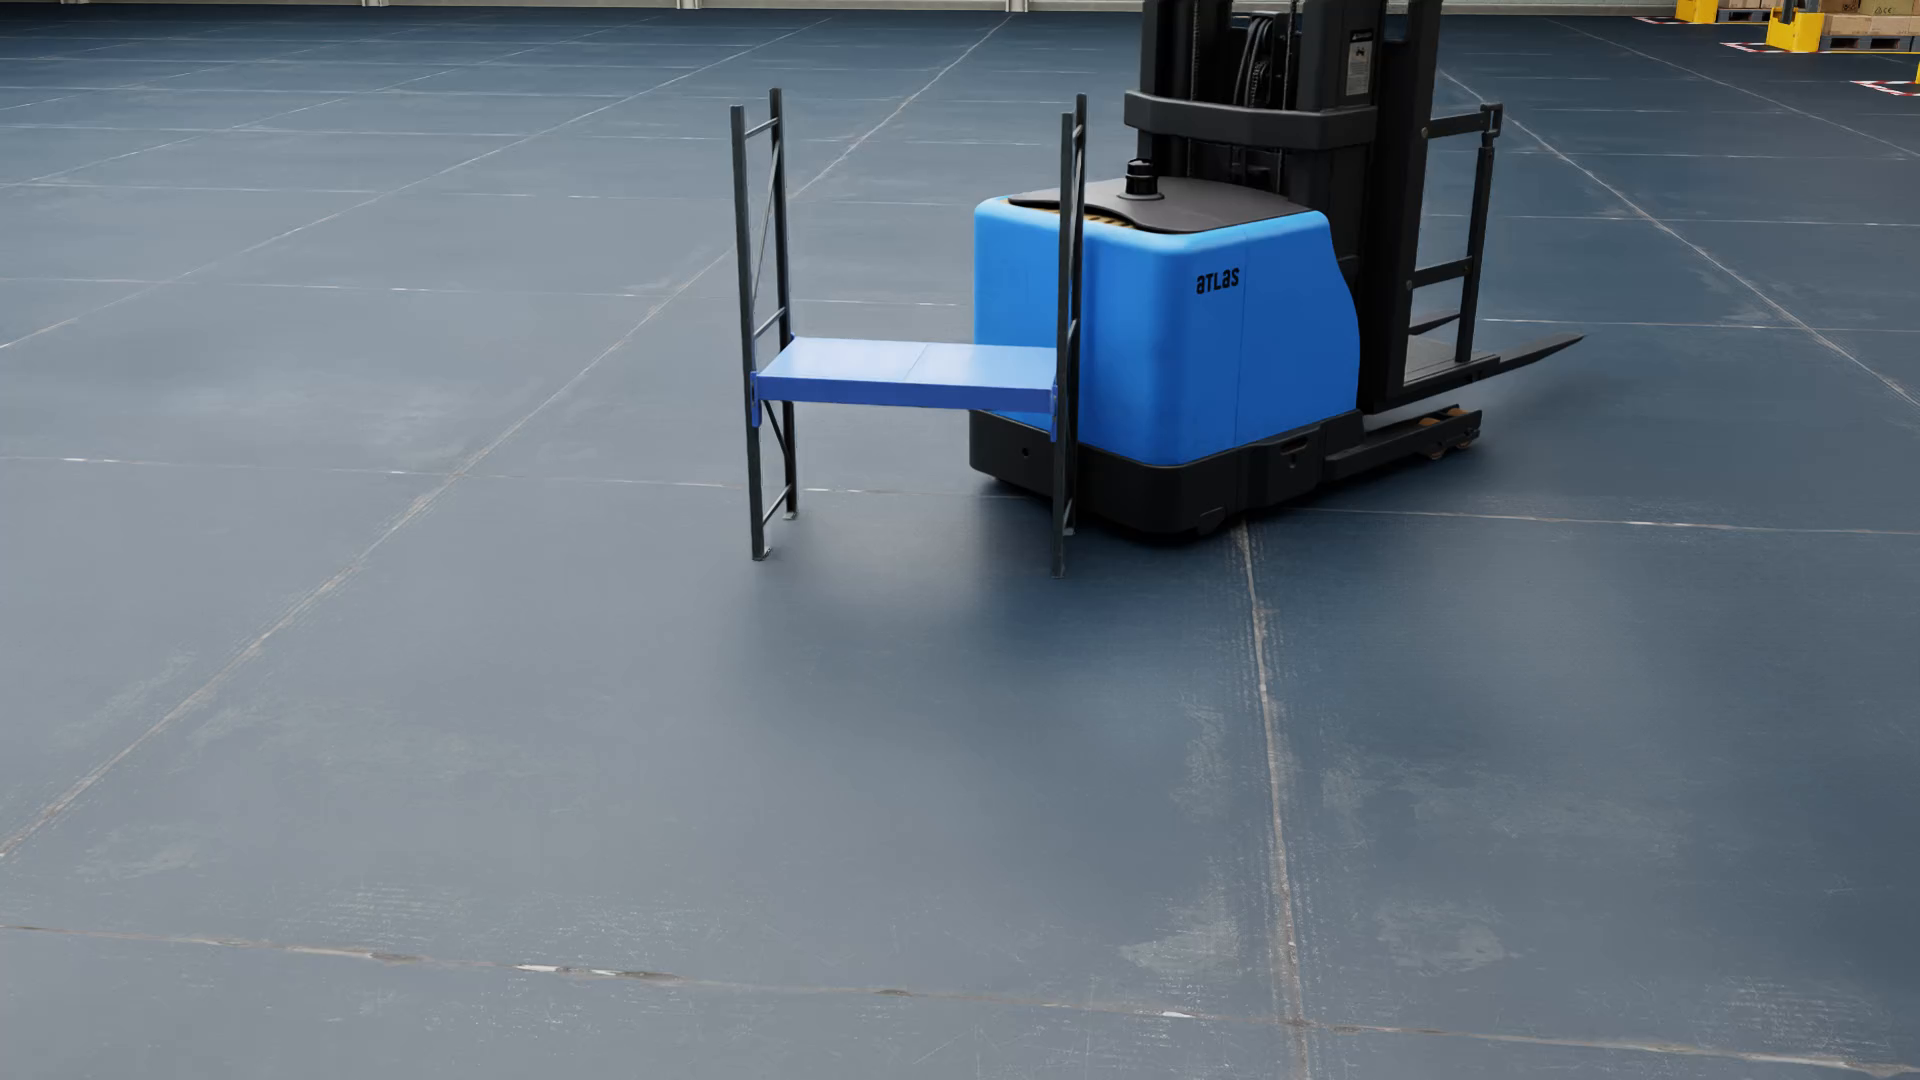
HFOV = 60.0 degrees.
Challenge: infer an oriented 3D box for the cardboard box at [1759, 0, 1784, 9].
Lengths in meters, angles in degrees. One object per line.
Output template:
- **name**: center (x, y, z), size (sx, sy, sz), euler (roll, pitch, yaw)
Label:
- **cardboard box**: center (13.386, -8.904, 27.306), size (0.500, 0.311, 0.500), euler (4, 22, 11)

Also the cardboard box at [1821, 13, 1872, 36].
- **cardboard box**: center (12.071, -7.041, 22.703), size (0.500, 0.250, 0.500), euler (2, 22, 6)

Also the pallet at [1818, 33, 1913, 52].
- **pallet**: center (12.329, -6.914, 23.006), size (1.213, 0.211, 1.003), euler (2, 22, 6)

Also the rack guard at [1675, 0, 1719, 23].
- **rack guard**: center (12.219, -8.872, 27.565), size (0.348, 0.500, 1.175), euler (2, 22, 6)

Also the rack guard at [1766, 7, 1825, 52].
- **rack guard**: center (11.541, -7.068, 23.001), size (0.348, 0.500, 1.175), euler (2, 22, 6)

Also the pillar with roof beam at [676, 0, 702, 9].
- **pillar with roof beam**: center (-5.441, -12.320, 24.727), size (0.400, 9.000, 9.100), euler (2, 22, 6)

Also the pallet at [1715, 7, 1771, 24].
- **pallet**: center (13.022, -8.690, 27.497), size (1.213, 0.211, 1.003), euler (2, 22, 6)

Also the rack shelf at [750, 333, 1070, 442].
- **rack shelf**: center (-0.145, -0.519, 5.567), size (1.000, 0.185, 0.538), euler (3, 22, 9)

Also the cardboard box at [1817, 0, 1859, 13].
- **cardboard box**: center (12.132, -7.580, 23.045), size (0.500, 0.500, 0.500), euler (2, 22, 6)

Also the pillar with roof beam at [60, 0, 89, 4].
- **pillar with roof beam**: center (-17.358, -12.839, 26.041), size (0.400, 9.000, 9.100), euler (2, 22, 6)

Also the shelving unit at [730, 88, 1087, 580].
- **shelving unit**: center (-0.145, -0.687, 5.501), size (1.048, 1.500, 0.538), euler (3, 22, 9)

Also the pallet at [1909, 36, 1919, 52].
- **pallet**: center (13.537, -6.861, 22.870), size (1.213, 0.211, 1.003), euler (2, 22, 6)

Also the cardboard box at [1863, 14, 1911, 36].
- **cardboard box**: center (12.568, -7.021, 22.652), size (0.500, 0.250, 0.500), euler (2, 22, 6)

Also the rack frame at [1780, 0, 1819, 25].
- **rack frame**: center (11.564, -8.229, 22.539), size (0.127, 3.000, 1.000), euler (2, 22, 6)

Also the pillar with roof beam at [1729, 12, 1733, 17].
- **pillar with roof beam**: center (12.434, -11.541, 22.757), size (0.400, 9.000, 9.100), euler (2, 22, 6)

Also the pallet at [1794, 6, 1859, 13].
- **pallet**: center (14.230, -8.636, 27.361), size (1.213, 0.211, 1.003), euler (2, 22, 6)

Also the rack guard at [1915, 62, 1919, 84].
- **rack guard**: center (11.059, -5.272, 18.459), size (0.348, 0.500, 1.175), euler (2, 22, 6)

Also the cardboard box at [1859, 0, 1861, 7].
- **cardboard box**: center (15.080, -8.937, 27.131), size (0.500, 0.500, 0.500), euler (1, 22, 2)

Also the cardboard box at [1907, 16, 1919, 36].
- **cardboard box**: center (13.064, -6.999, 22.596), size (0.500, 0.250, 0.500), euler (2, 22, 6)

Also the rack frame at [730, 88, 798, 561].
- **rack frame**: center (-0.647, -0.716, 5.576), size (0.032, 1.500, 0.500), euler (3, 22, 9)

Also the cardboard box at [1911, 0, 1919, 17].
- **cardboard box**: center (13.066, -7.352, 22.469), size (0.500, 0.500, 0.500), euler (2, 22, 6)

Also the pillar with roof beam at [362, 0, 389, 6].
- **pillar with roof beam**: center (-11.399, -12.580, 25.384), size (0.400, 9.000, 9.100), euler (2, 22, 6)

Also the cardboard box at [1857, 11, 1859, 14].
- **cardboard box**: center (12.630, -7.213, 23.138), size (0.500, 0.250, 0.500), euler (2, 22, 6)

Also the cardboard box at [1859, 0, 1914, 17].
- **cardboard box**: center (12.567, -7.369, 22.512), size (0.500, 0.500, 0.500), euler (2, 22, 6)

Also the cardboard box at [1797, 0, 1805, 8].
- **cardboard box**: center (14.109, -8.942, 27.145), size (0.500, 0.500, 0.700), euler (1, 22, 3)

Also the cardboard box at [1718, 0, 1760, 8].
- **cardboard box**: center (12.820, -8.929, 27.368), size (0.500, 0.311, 0.500), euler (0, 22, 0)

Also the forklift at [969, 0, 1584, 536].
- **forklift**: center (1.476, -1.811, 6.398), size (3.031, 2.935, 1.130), euler (-18, 28, -38)

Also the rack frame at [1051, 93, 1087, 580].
- **rack frame**: center (0.356, -0.657, 5.425), size (0.032, 1.500, 0.500), euler (3, 22, 9)

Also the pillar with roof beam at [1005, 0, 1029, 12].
- **pillar with roof beam**: center (0.517, -12.061, 24.071), size (0.400, 9.000, 9.100), euler (2, 22, 6)
